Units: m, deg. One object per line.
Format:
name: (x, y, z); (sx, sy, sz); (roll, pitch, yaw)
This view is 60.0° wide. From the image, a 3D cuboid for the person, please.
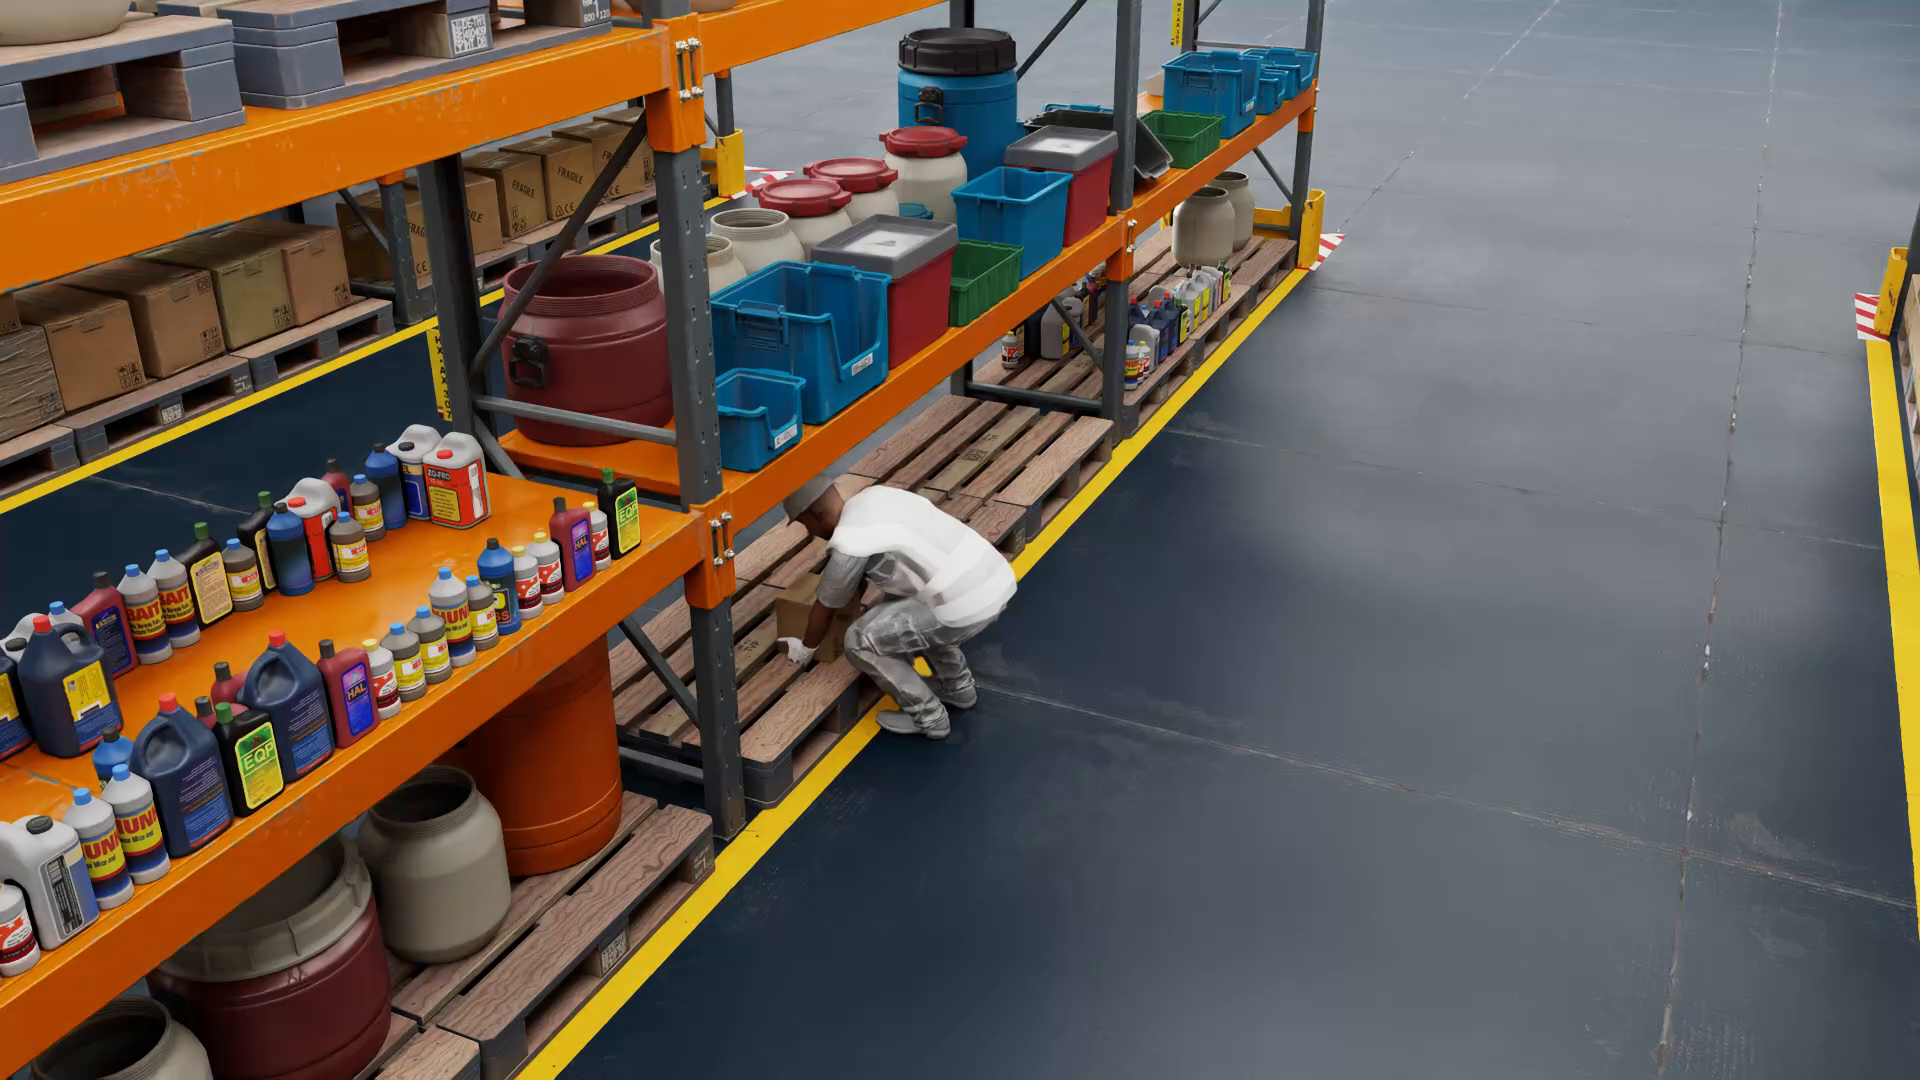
person: (-0.263, 0.233, 6.508); (0.943, 1.006, 0.551); (10, 28, 20)
